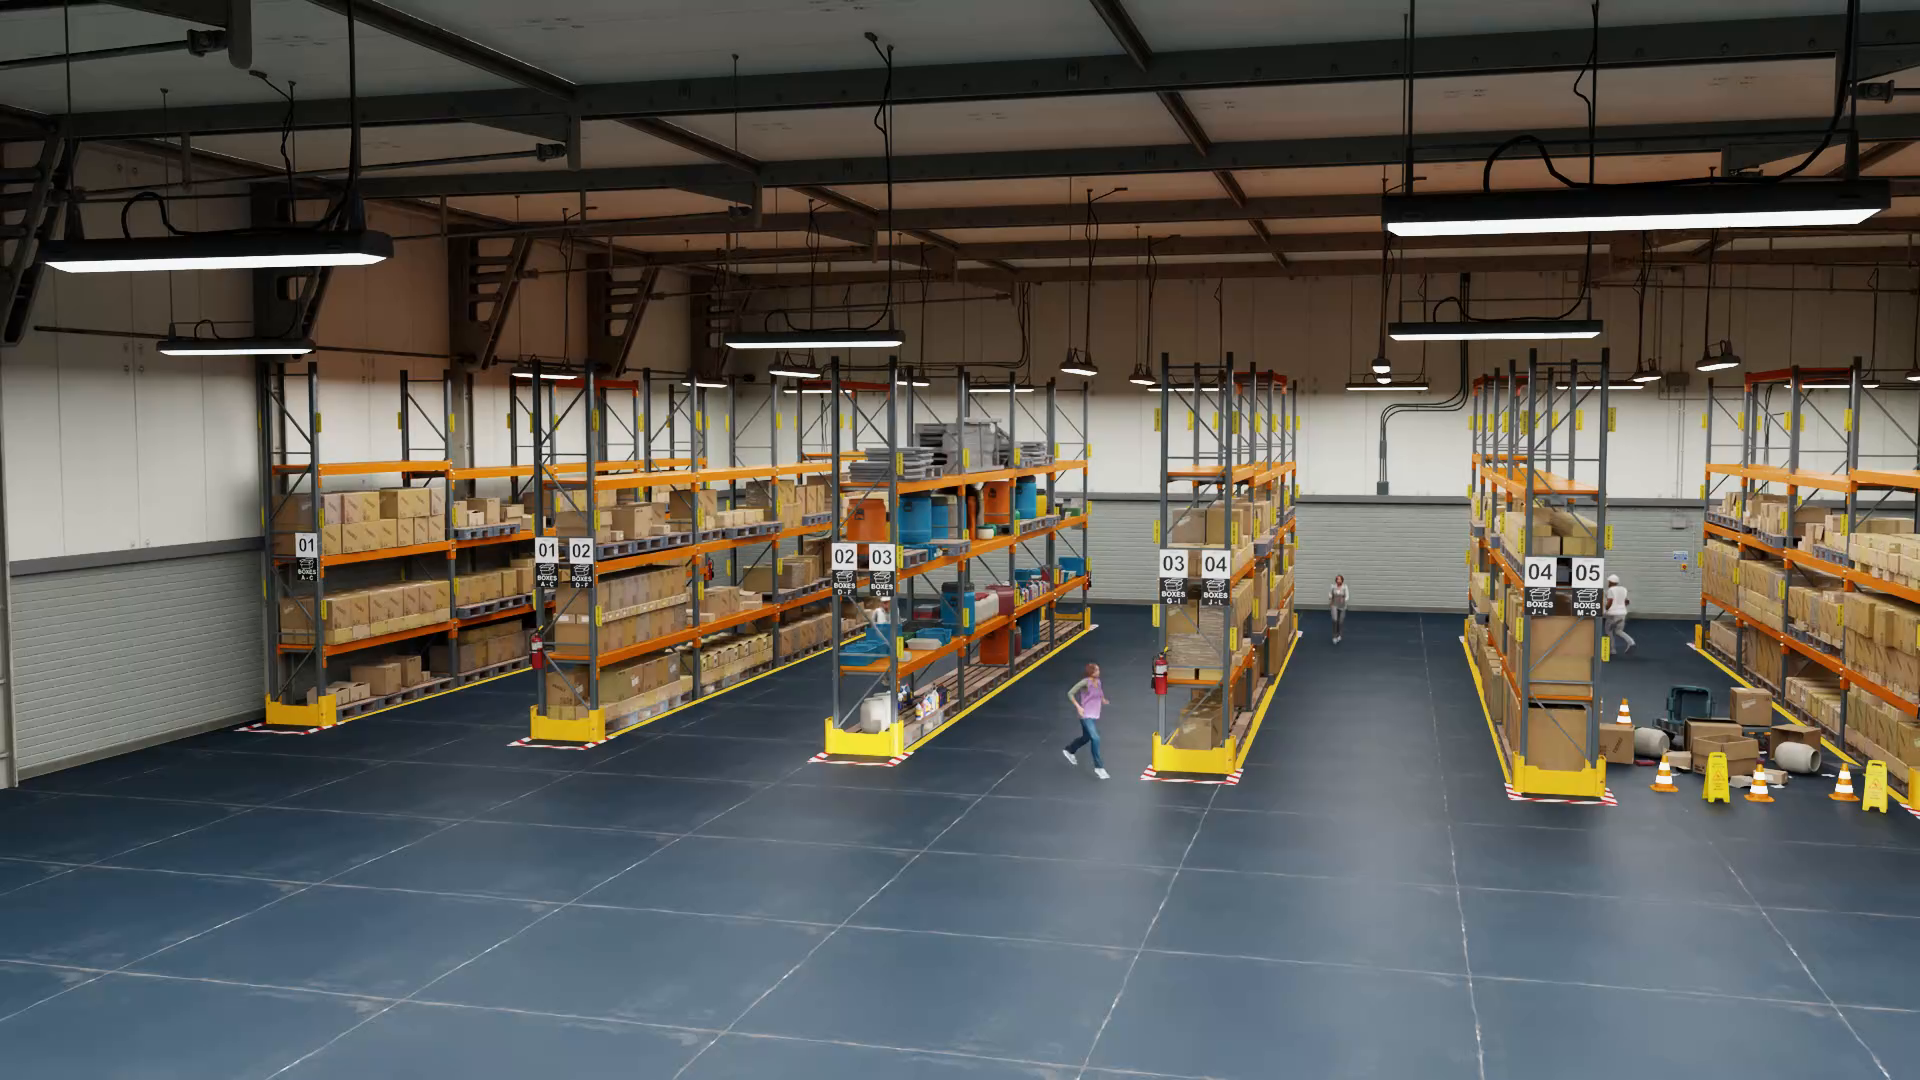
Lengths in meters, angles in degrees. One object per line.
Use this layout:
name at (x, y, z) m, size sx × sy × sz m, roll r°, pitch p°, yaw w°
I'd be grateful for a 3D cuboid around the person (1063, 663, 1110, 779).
person at (1.795, 2.539, 23.652) m, size 0.879 × 1.609 × 0.563 m, roll 3°, pitch 5°, yaw 40°

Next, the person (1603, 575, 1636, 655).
person at (14.204, 1.625, 35.788) m, size 0.683 × 1.732 × 0.795 m, roll -2°, pitch 4°, yaw -21°

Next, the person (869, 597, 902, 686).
person at (-1.423, 1.884, 31.864) m, size 0.635 × 1.749 × 0.830 m, roll 0°, pitch 4°, yaw -2°

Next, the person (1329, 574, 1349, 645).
person at (8.576, 1.569, 37.654) m, size 0.436 × 1.606 × 0.789 m, roll 1°, pitch 4°, yaw 8°
